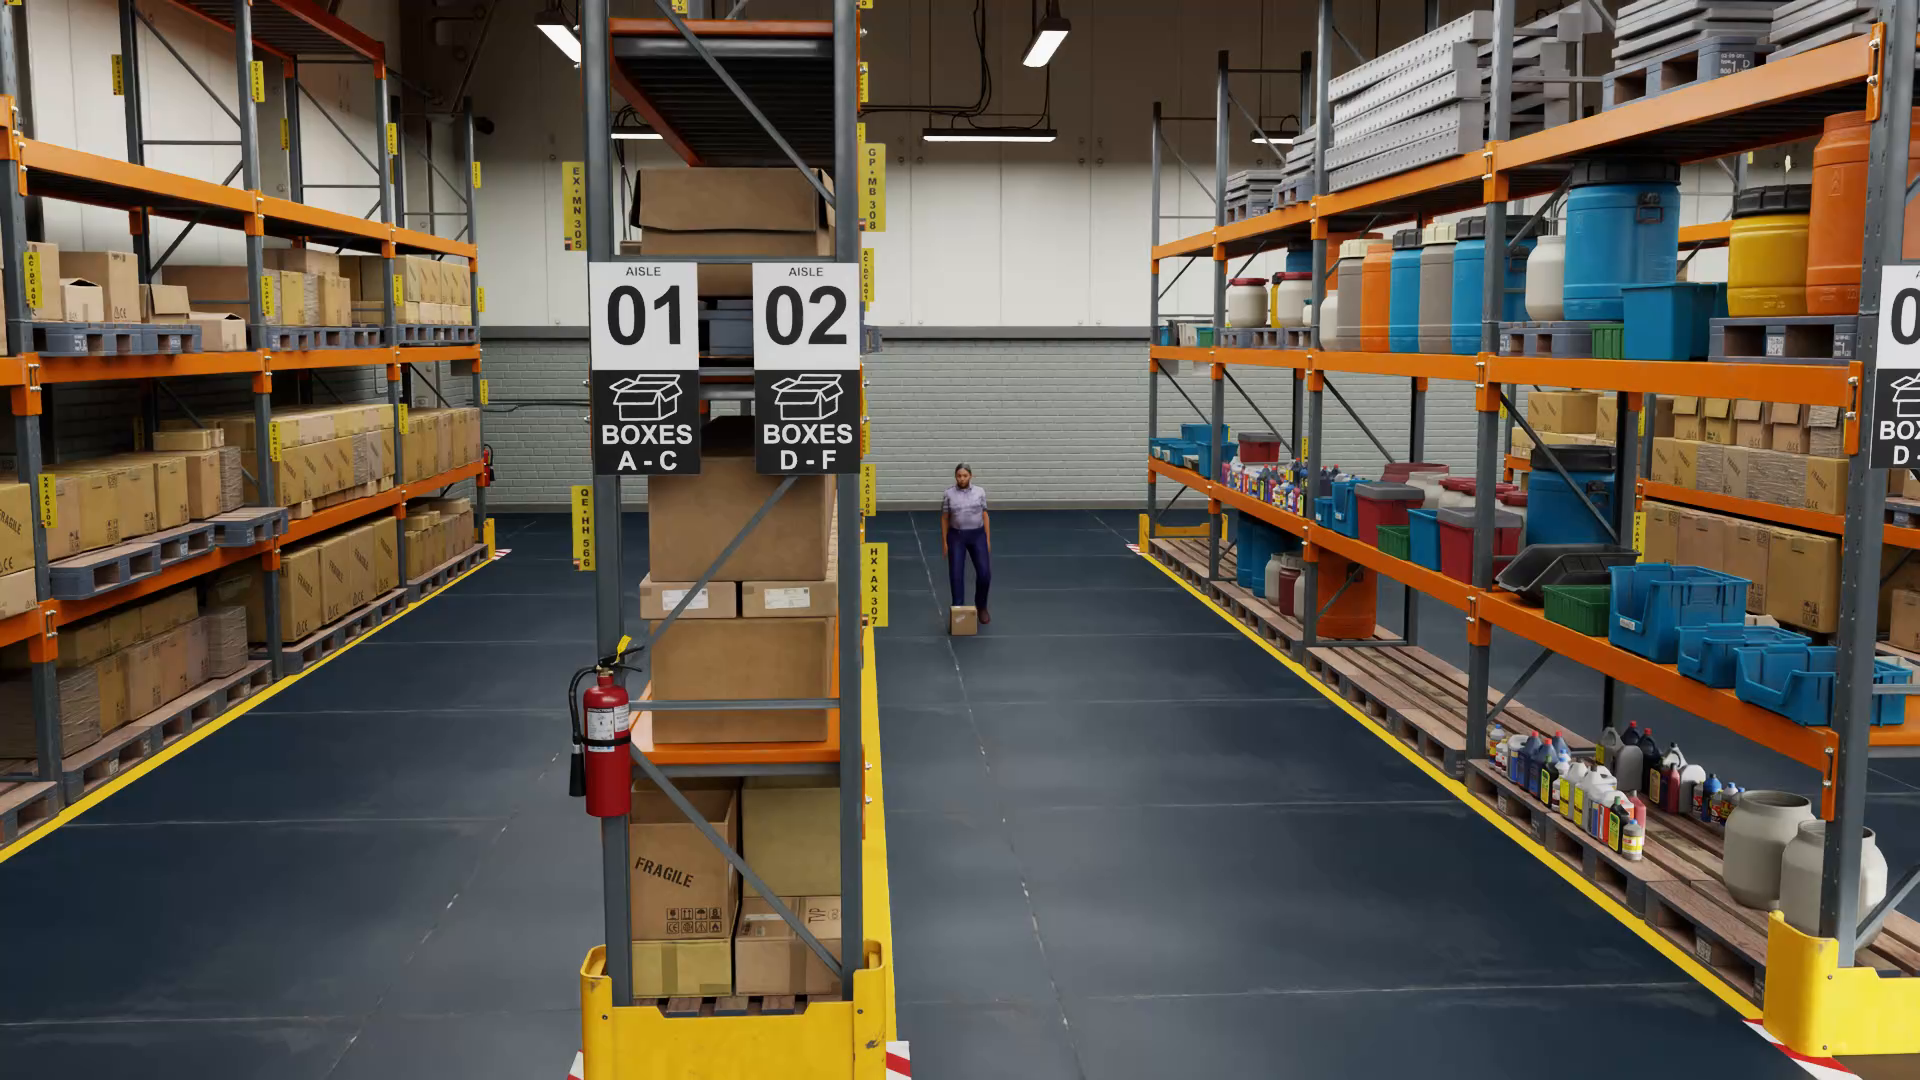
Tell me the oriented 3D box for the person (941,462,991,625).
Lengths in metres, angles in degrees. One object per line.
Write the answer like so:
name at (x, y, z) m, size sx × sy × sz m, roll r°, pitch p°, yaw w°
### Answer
person at (0.065, 0.044, 16.824) m, size 0.509 × 1.663 × 0.487 m, roll -1°, pitch 7°, yaw -4°
